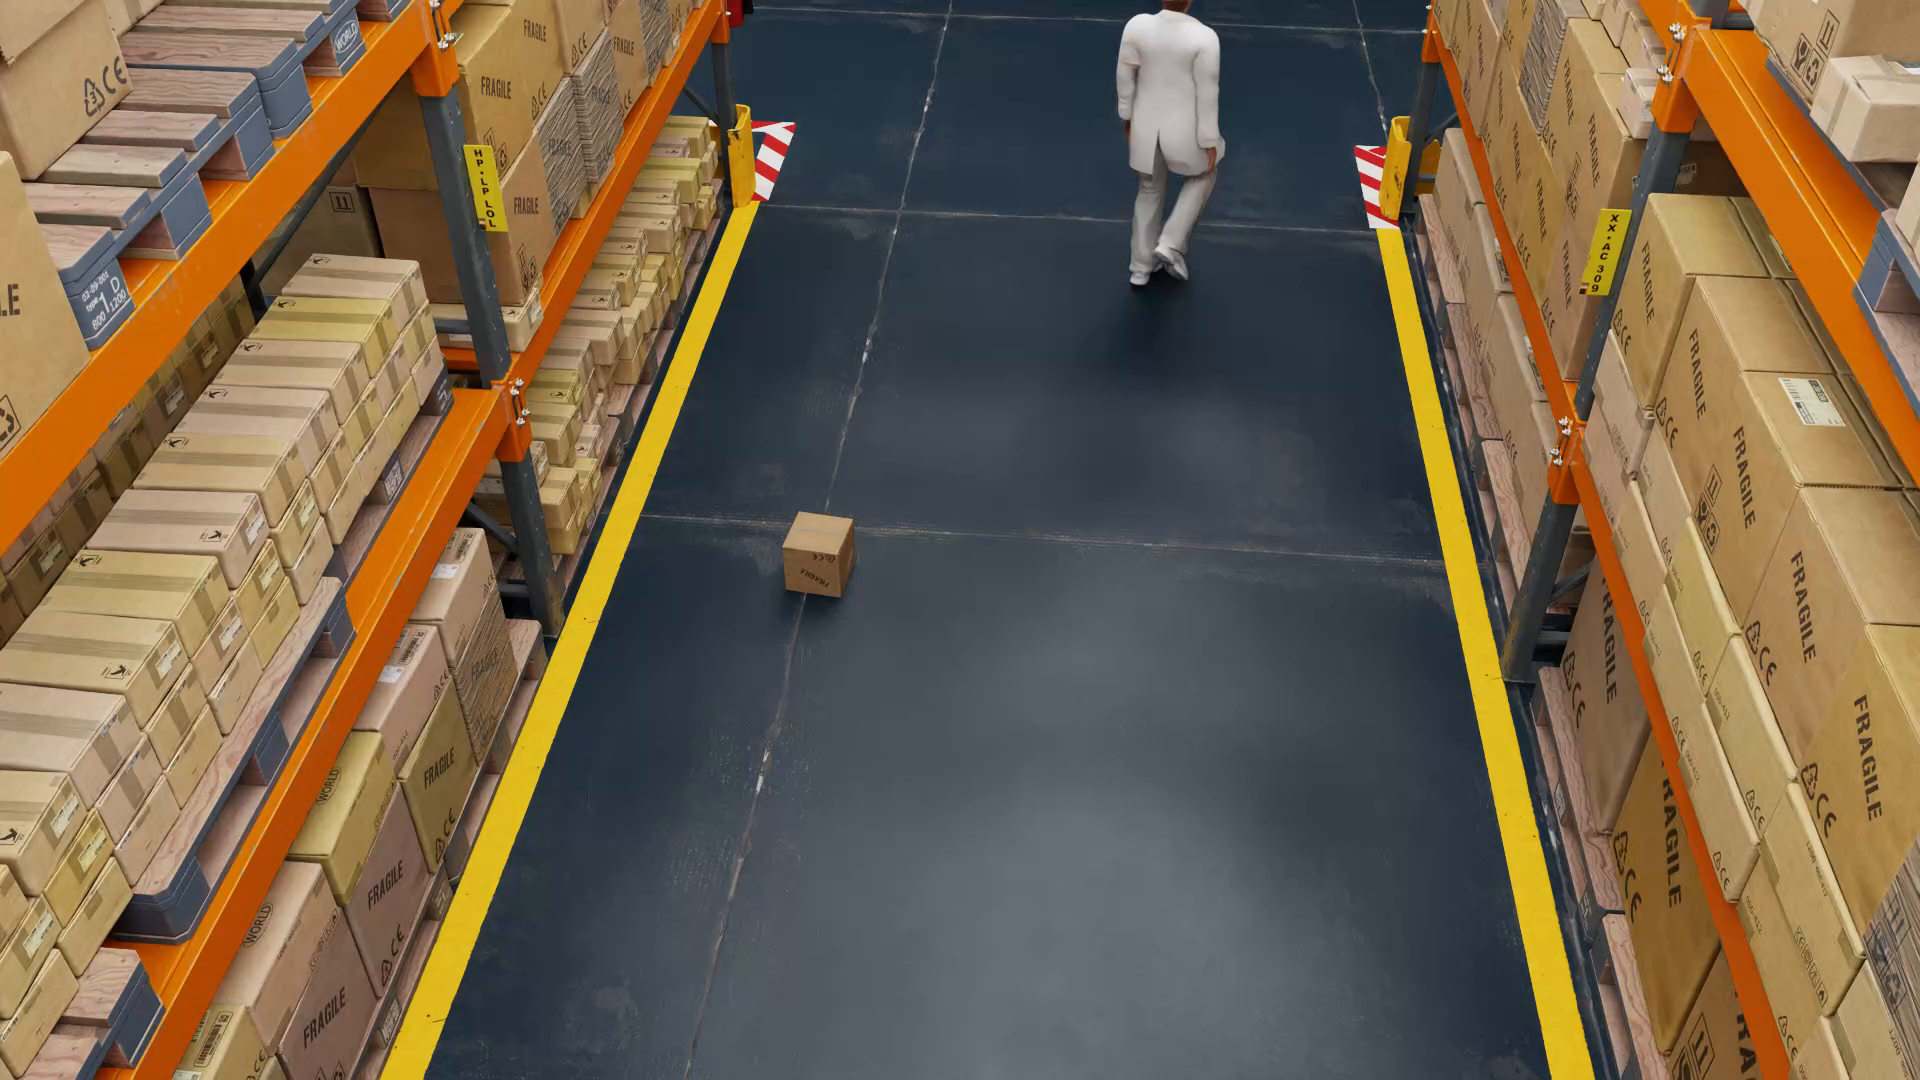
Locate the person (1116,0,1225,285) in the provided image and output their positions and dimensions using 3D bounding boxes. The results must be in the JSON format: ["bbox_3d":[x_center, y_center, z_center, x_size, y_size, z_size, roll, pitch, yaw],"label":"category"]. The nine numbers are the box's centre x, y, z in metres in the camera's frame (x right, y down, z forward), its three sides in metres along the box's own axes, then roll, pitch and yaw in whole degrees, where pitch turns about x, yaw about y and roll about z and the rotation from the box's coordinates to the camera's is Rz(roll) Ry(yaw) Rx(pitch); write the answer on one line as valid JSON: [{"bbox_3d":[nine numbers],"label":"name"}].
[{"bbox_3d":[1.125,-2.190,8.800,0.610,1.796,0.480,18,43,20],"label":"person"}]
